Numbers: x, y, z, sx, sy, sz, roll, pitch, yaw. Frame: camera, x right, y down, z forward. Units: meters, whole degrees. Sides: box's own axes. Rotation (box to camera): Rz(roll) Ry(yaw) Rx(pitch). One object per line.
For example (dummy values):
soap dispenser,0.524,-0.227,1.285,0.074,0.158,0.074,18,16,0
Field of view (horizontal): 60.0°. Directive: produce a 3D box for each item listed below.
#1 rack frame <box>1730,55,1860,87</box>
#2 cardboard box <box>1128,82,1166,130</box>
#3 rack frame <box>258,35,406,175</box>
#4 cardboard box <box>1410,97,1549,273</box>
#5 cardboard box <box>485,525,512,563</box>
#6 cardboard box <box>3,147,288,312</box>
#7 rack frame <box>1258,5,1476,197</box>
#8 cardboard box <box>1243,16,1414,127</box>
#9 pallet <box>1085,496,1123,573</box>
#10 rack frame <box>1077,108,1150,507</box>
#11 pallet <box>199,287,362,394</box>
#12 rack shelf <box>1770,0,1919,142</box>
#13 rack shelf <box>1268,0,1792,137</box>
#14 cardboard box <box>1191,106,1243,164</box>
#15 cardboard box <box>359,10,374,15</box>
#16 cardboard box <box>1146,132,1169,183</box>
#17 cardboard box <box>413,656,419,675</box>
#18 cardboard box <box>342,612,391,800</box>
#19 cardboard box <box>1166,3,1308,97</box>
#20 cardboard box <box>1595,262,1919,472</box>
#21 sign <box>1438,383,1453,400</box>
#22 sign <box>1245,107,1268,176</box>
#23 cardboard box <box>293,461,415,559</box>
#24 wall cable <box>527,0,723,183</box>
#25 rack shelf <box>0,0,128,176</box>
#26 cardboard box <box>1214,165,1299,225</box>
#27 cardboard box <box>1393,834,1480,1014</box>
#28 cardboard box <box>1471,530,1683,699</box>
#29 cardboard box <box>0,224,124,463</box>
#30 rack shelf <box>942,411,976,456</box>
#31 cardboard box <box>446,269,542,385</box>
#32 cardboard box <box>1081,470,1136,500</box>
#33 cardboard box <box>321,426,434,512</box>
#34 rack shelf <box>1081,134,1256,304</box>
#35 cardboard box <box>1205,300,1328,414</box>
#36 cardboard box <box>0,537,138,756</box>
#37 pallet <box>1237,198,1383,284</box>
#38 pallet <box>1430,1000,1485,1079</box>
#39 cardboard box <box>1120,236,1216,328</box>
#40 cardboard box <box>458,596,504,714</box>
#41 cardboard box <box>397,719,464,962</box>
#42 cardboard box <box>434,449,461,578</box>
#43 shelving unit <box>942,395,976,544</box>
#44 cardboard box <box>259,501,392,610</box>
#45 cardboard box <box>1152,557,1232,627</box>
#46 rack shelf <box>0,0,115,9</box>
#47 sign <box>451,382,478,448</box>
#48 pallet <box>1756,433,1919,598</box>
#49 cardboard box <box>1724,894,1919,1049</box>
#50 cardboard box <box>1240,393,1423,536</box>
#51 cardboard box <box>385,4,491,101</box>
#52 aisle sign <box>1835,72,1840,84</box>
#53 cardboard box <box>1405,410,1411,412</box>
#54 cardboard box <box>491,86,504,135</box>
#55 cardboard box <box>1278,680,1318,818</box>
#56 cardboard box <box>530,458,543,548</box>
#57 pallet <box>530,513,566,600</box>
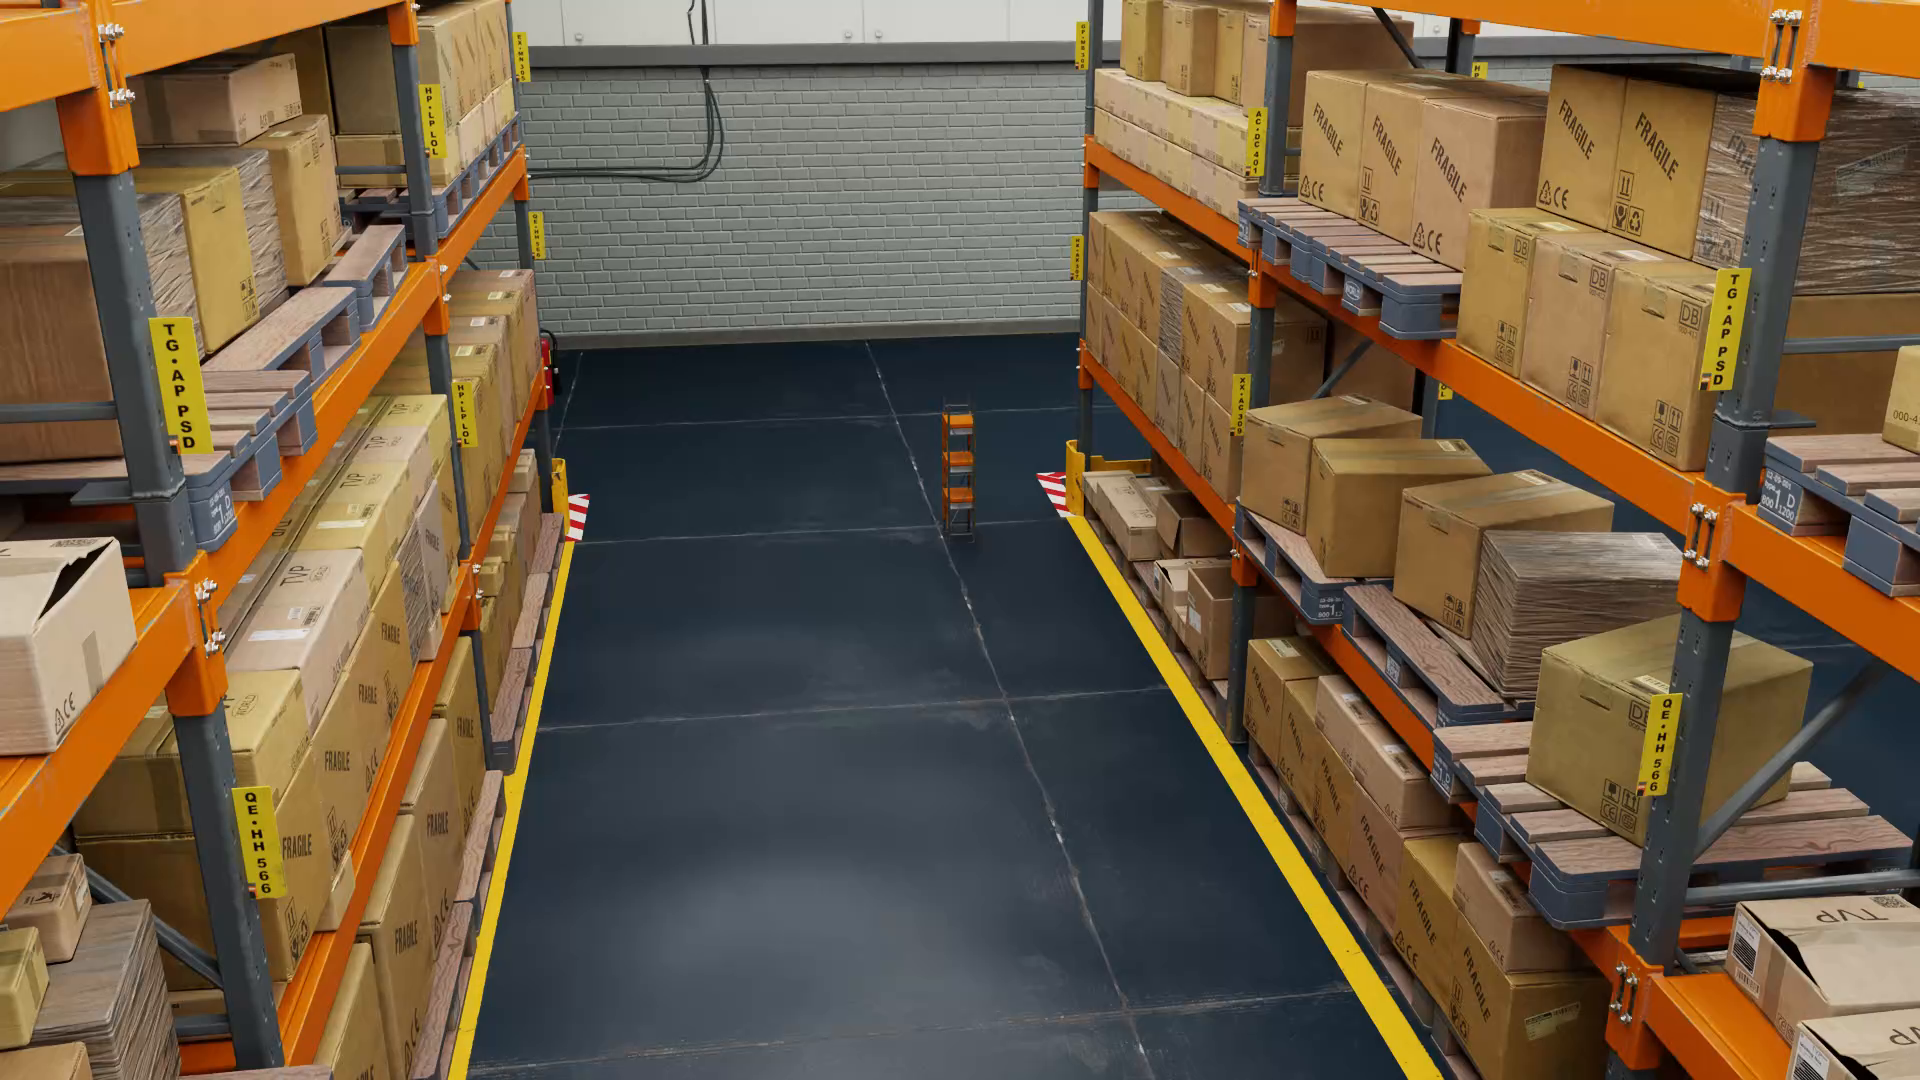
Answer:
rack frame,6.306,-4.761,12.102,1.000,3.000,0.127,-3,21,-8
cardboard box,1.363,-2.734,10.462,0.500,0.250,0.500,-3,21,-8
rack frame,-2.918,-2.877,7.057,0.949,2.616,0.053,-3,21,-8
cardboard box,2.175,-1.373,6.432,0.600,0.600,0.600,-4,21,-10
cardboard box,-2.872,0.032,9.889,0.380,0.149,0.250,-4,21,-9
cardboard box,-2.750,-1.048,5.676,0.700,0.500,0.500,-3,21,-8
rack frame,1.980,-3.128,7.728,1.000,3.000,0.127,-3,21,-8
cardboard box,1.872,-2.404,8.506,0.700,0.500,0.500,-3,21,-8
pallet,1.530,-0.093,12.165,1.003,0.211,1.213,-3,21,-8
rack frame,1.403,-1.702,12.486,1.000,3.000,0.127,-3,21,-8
pallet,-2.654,-0.605,5.532,1.003,0.211,1.213,-2,21,-5
rack shelf,2.845,-0.526,2.362,1.077,0.370,4.000,-3,21,-8
rack shelf,2.268,-1.911,6.070,1.077,0.370,4.000,-3,21,-8
cardboard box,1.572,-2.214,9.070,0.500,0.250,0.500,-3,21,-8
cardboard box,-3.425,-2.585,8.962,0.500,0.500,0.500,-4,21,-10
cardboard box,1.437,-2.327,10.086,0.500,0.250,0.500,-3,21,-8
cardboard box,-2.474,0.500,6.922,0.380,0.149,0.250,-3,21,-8
cardboard box,-2.298,0.589,5.756,0.500,0.500,0.500,-3,21,-8
cardboard box,1.640,-2.923,9.895,0.700,0.500,0.500,-3,21,-8
cardboard box,2.460,-0.534,4.928,0.910,0.500,0.500,-3,21,-8
sign,2.529,-0.889,8.654,0.100,0.325,0.005,-3,21,-8
sign,1.444,-1.934,8.082,0.100,0.325,0.005,-3,21,-8
cardboard box,-2.463,-0.110,6.555,0.500,0.250,0.500,-3,21,-7
wall cable,-3.960,-4.783,16.599,3.097,2.526,0.112,-3,21,-8
rack shelf,-2.056,-0.275,1.690,1.077,0.370,4.000,-3,21,-8
cardboard box,1.647,-1.807,8.694,0.500,0.250,0.500,-3,21,-8
cardboard box,2.115,1.542,6.746,0.500,0.500,0.500,-4,21,-10
cardboard box,2.411,0.286,6.421,0.700,0.500,0.500,1,20,2
cardboard box,-2.470,-0.501,4.212,0.700,0.500,0.500,-5,21,-12
rack shelf,-0.008,-0.766,11.986,0.215,0.259,0.240,-3,21,-8
cardboard box,-3.415,-1.415,11.290,0.980,0.700,0.700,-2,21,-5
cardboard box,1.124,-0.410,12.473,0.380,0.149,0.250,-3,21,-8
cardboard box,-2.537,-0.287,7.028,0.500,0.250,0.500,-2,21,-7
rack shelf,1.692,-2.078,10.233,1.077,0.370,4.000,-3,21,-8
cardboard box,1.651,-0.994,9.019,0.500,0.500,0.500,-3,21,-7
cardboard box,-1.974,0.182,3.254,0.500,0.311,0.500,-3,21,-8
pallet,2.005,-1.405,7.672,1.213,0.211,1.003,-3,21,-8
pallet,2.486,2.114,6.255,1.003,0.211,1.213,-3,21,-8
cardboard box,1.357,-1.696,10.899,0.500,0.500,0.500,-3,21,-7
cardboard box,-2.928,0.644,9.177,0.700,0.500,0.500,-3,21,-7
cardboard box,-2.568,1.270,7.000,0.750,0.750,0.750,-2,21,-6
cardboard box,-2.605,-0.114,7.639,0.500,0.500,0.500,-3,21,-9
shelving unit,-0.008,-0.510,12.082,0.215,1.050,0.252,-3,21,-8
cardboard box,-2.389,0.066,6.083,0.500,0.250,0.500,-3,21,-9
cardboard box,1.509,0.294,10.357,0.500,0.311,0.500,-3,21,-8
rack shelf,-2.633,-1.785,5.351,0.919,0.052,3.809,-3,21,-8
sign,-2.386,-0.602,7.999,0.100,0.325,0.005,-3,21,-8
pallet,2.743,-0.018,3.961,1.213,0.211,1.003,-2,21,-5
cardboard box,2.566,1.238,4.743,0.500,0.311,0.500,-2,21,-4
cardboard box,1.827,-0.385,8.218,0.700,0.500,0.500,-10,23,-26
cardboard box,-2.978,-2.787,9.503,0.500,0.500,0.500,-4,21,-10
aisle sign,6.585,-3.208,12.803,0.394,0.787,0.004,-3,21,-8
cardboard box,2.176,-0.554,9.270,0.500,0.500,0.500,-2,21,-6
cardboard box,-3.054,-2.609,10.099,0.500,0.250,0.500,-4,21,-10
cardboard box,1.897,1.012,8.164,0.500,0.500,0.500,-3,21,-7
cardboard box,-3.298,-0.239,11.542,0.700,0.500,0.500,-3,21,-8
pallet,-3.305,0.128,11.571,1.003,0.211,1.213,-3,21,-8
